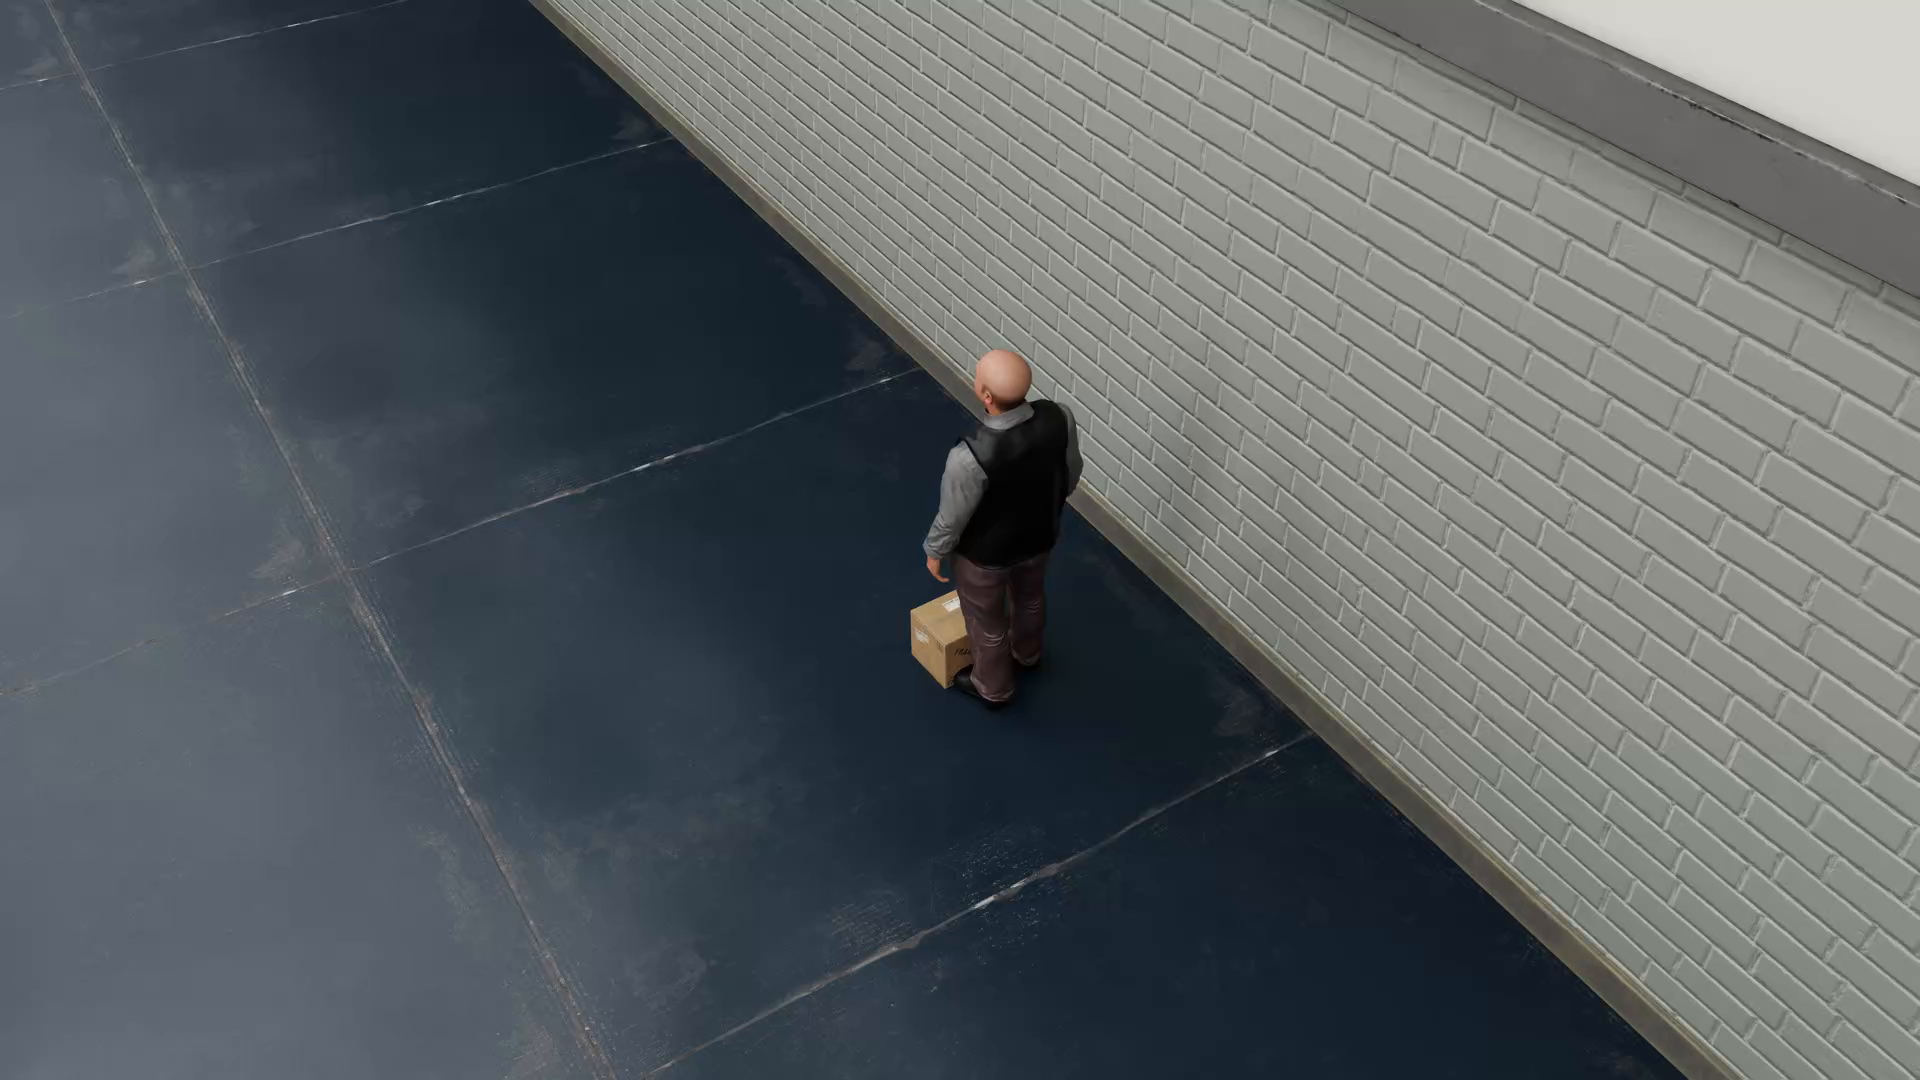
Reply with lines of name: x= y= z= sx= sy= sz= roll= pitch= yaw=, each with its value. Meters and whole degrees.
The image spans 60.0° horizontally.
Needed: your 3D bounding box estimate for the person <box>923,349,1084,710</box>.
person: x=0.120 y=-0.050 z=6.221 sx=0.632 sy=1.721 sz=0.568 roll=-22 pitch=45 yaw=-24
